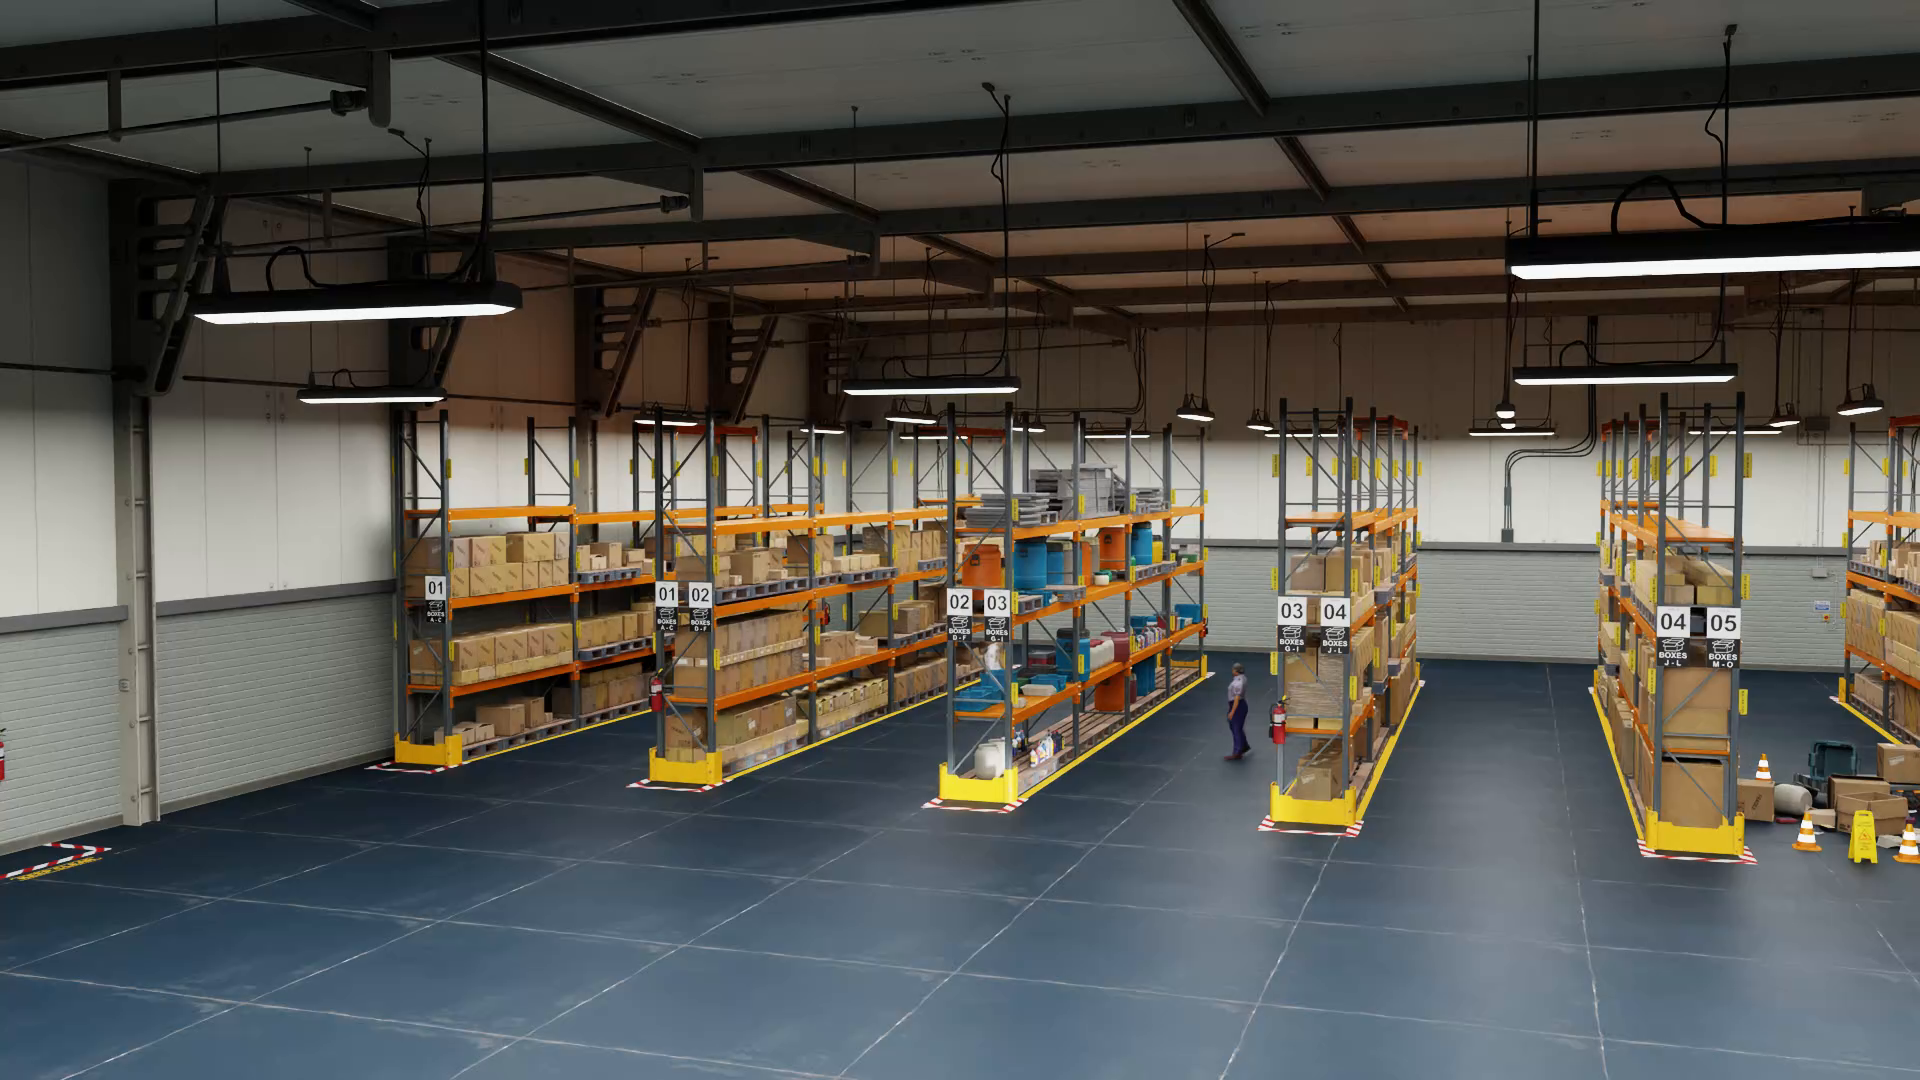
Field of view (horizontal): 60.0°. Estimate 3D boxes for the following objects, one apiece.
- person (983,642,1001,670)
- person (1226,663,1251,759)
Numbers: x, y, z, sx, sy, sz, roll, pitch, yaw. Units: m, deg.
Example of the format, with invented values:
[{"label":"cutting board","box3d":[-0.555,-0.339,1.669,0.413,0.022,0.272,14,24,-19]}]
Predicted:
[{"label":"person","box3d":[0.638,2.709,33.766,0.394,1.680,0.537,1,3,12]},{"label":"person","box3d":[4.827,2.950,28.799,0.430,1.674,0.588,0,2,10]}]
